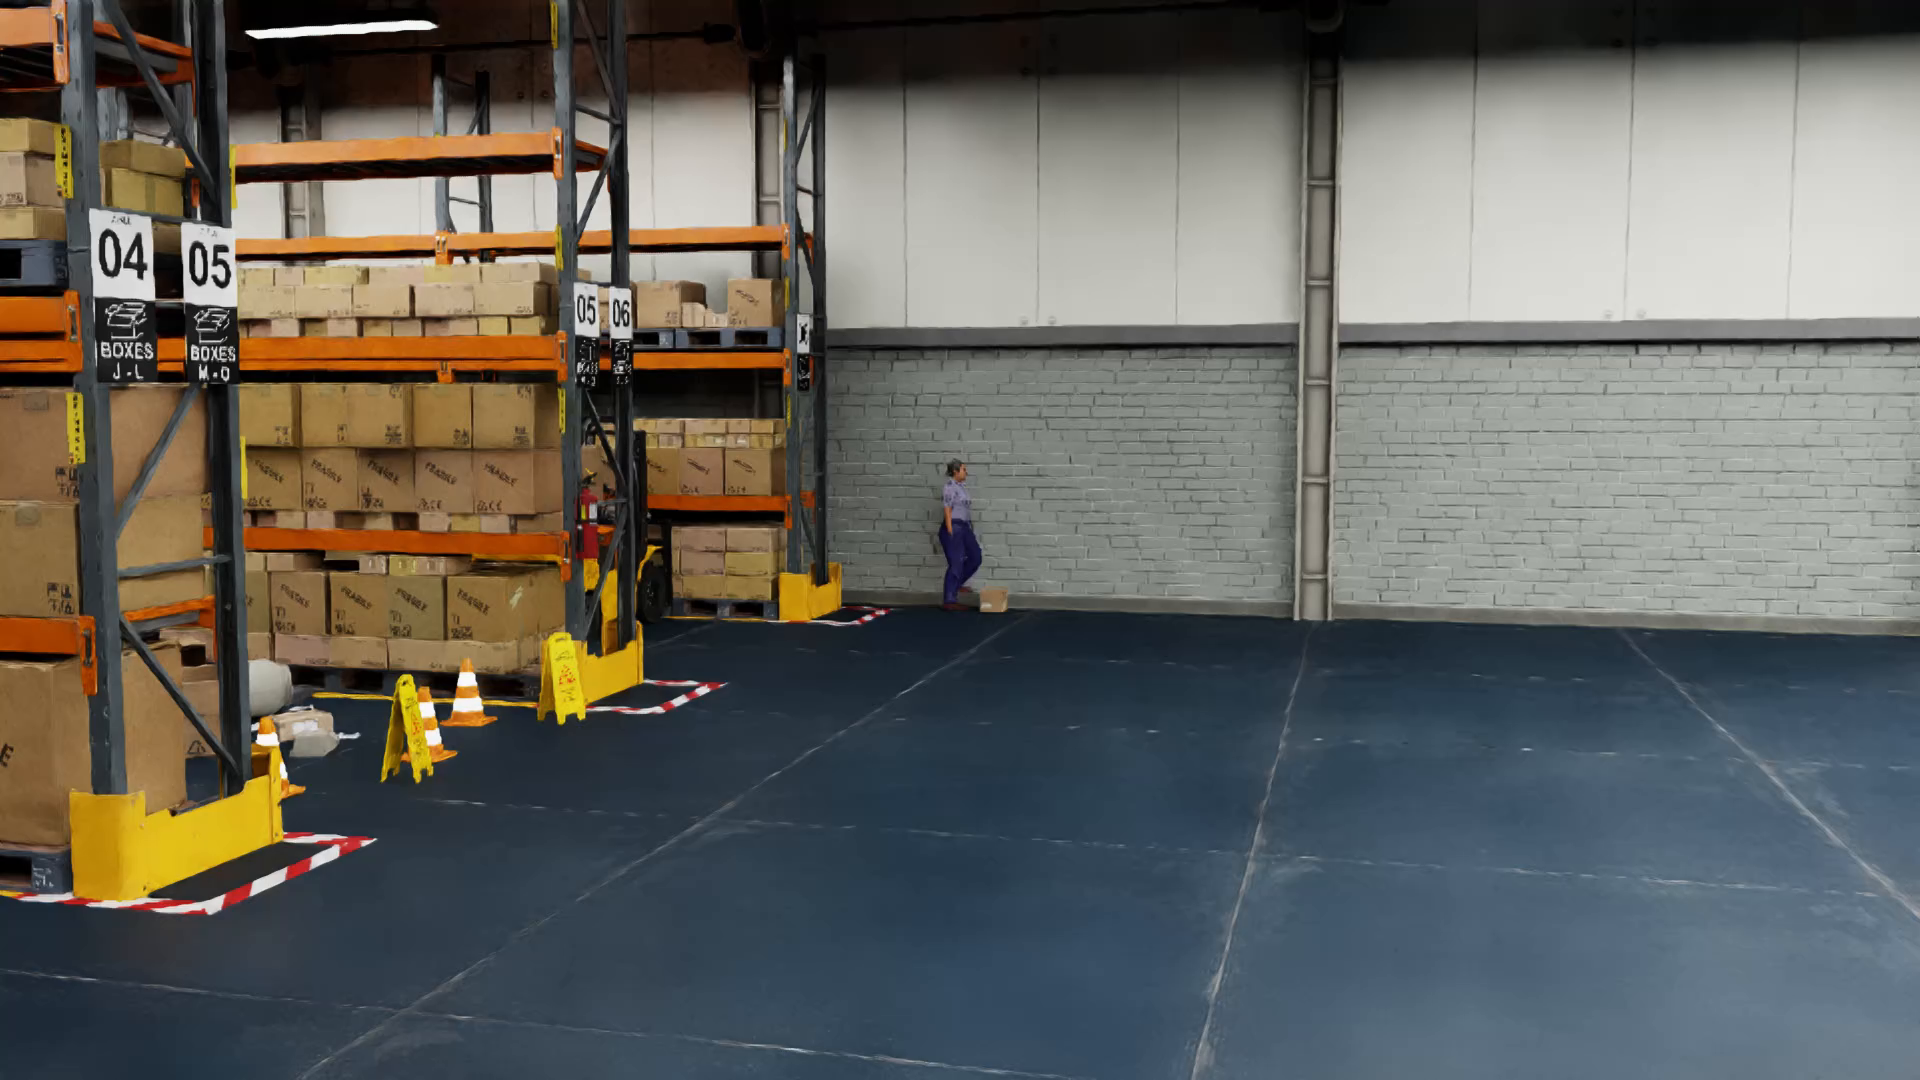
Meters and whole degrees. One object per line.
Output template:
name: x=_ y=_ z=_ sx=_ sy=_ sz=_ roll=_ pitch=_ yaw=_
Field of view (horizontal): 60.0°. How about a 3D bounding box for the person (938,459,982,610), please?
person: x=0.008 y=-0.070 z=18.426 sx=0.452 sy=1.652 sz=0.495 roll=1 pitch=5 yaw=15
